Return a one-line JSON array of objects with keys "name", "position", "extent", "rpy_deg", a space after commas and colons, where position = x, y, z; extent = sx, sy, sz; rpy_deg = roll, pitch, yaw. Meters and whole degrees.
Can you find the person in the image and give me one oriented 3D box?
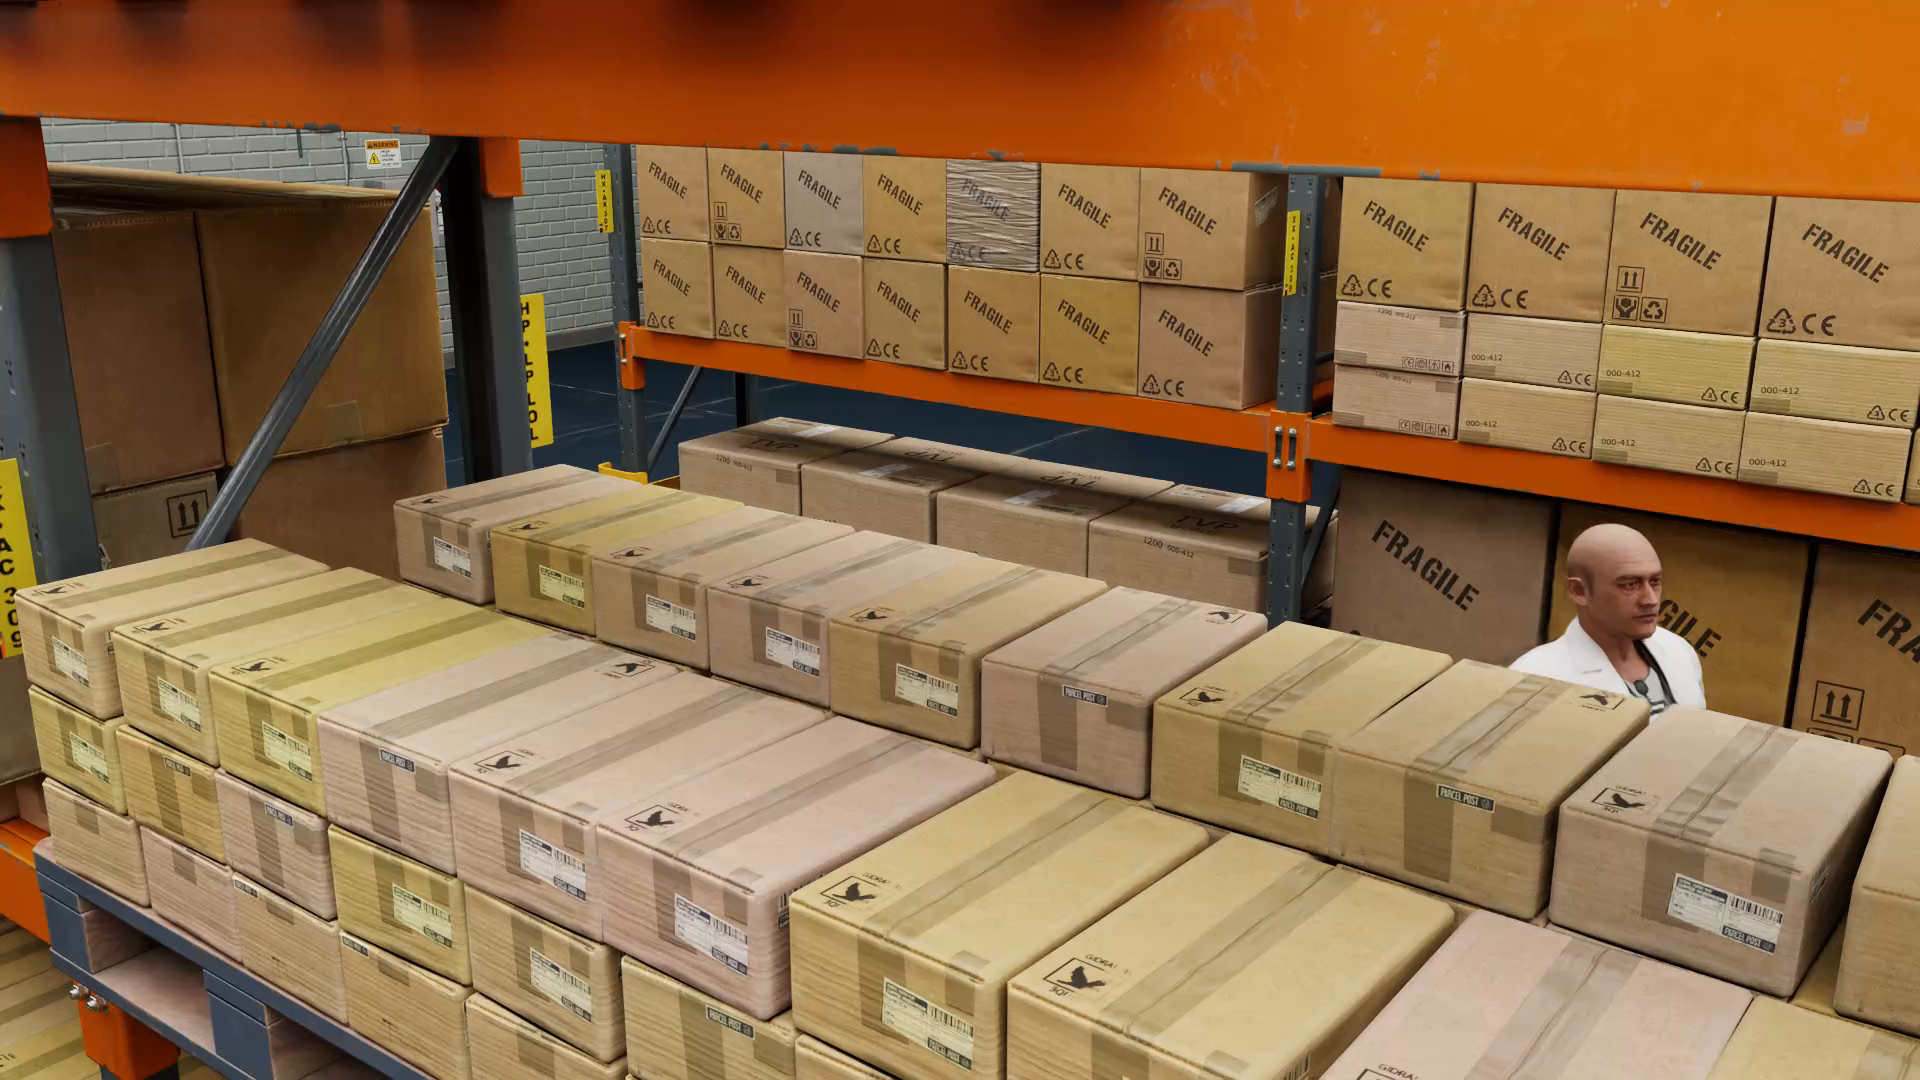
[{"name": "person", "position": [1.449, 0.807, 3.800], "extent": [0.557, 1.740, 1.038], "rpy_deg": [-9, 18, -28]}]
